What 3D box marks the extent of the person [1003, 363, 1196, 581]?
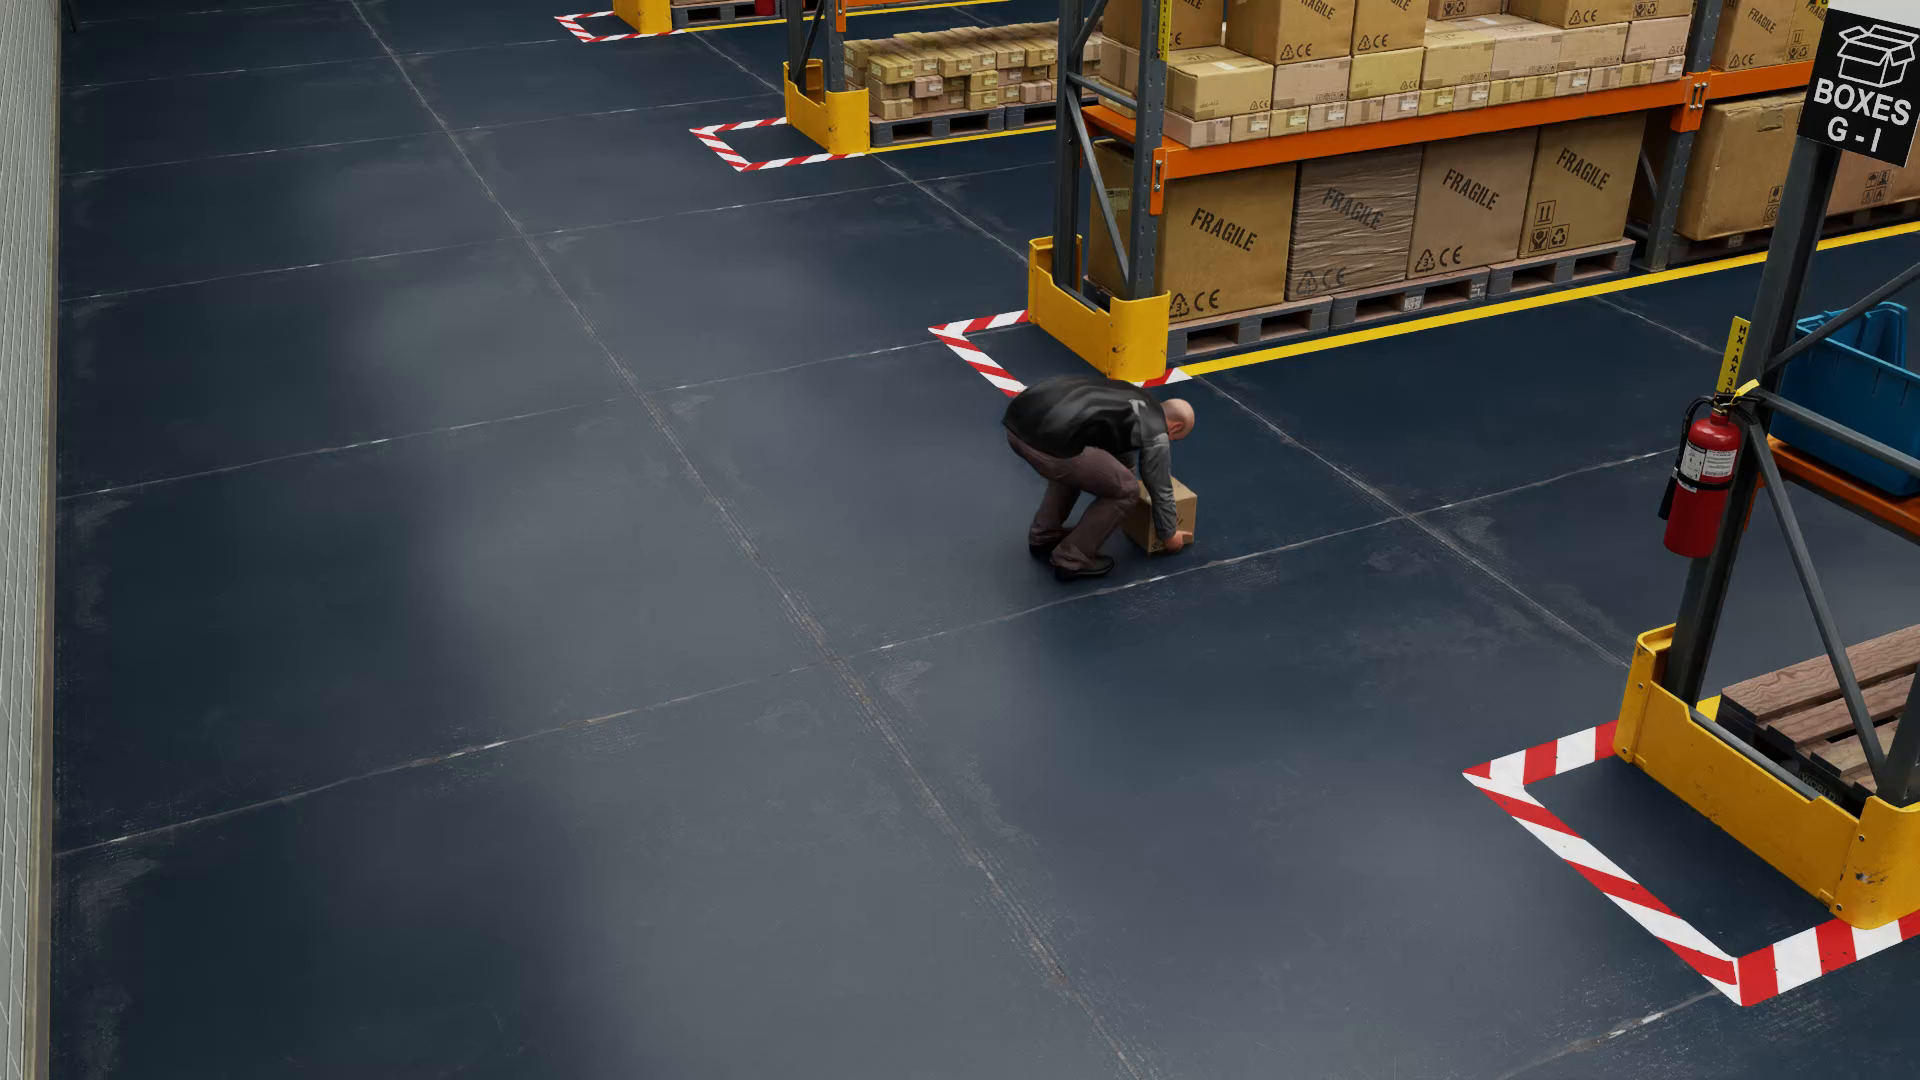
[{"bbox_3d":[0.656,-0.371,7.580,0.944,0.973,0.510,-15,32,-24],"label":"person"}]
